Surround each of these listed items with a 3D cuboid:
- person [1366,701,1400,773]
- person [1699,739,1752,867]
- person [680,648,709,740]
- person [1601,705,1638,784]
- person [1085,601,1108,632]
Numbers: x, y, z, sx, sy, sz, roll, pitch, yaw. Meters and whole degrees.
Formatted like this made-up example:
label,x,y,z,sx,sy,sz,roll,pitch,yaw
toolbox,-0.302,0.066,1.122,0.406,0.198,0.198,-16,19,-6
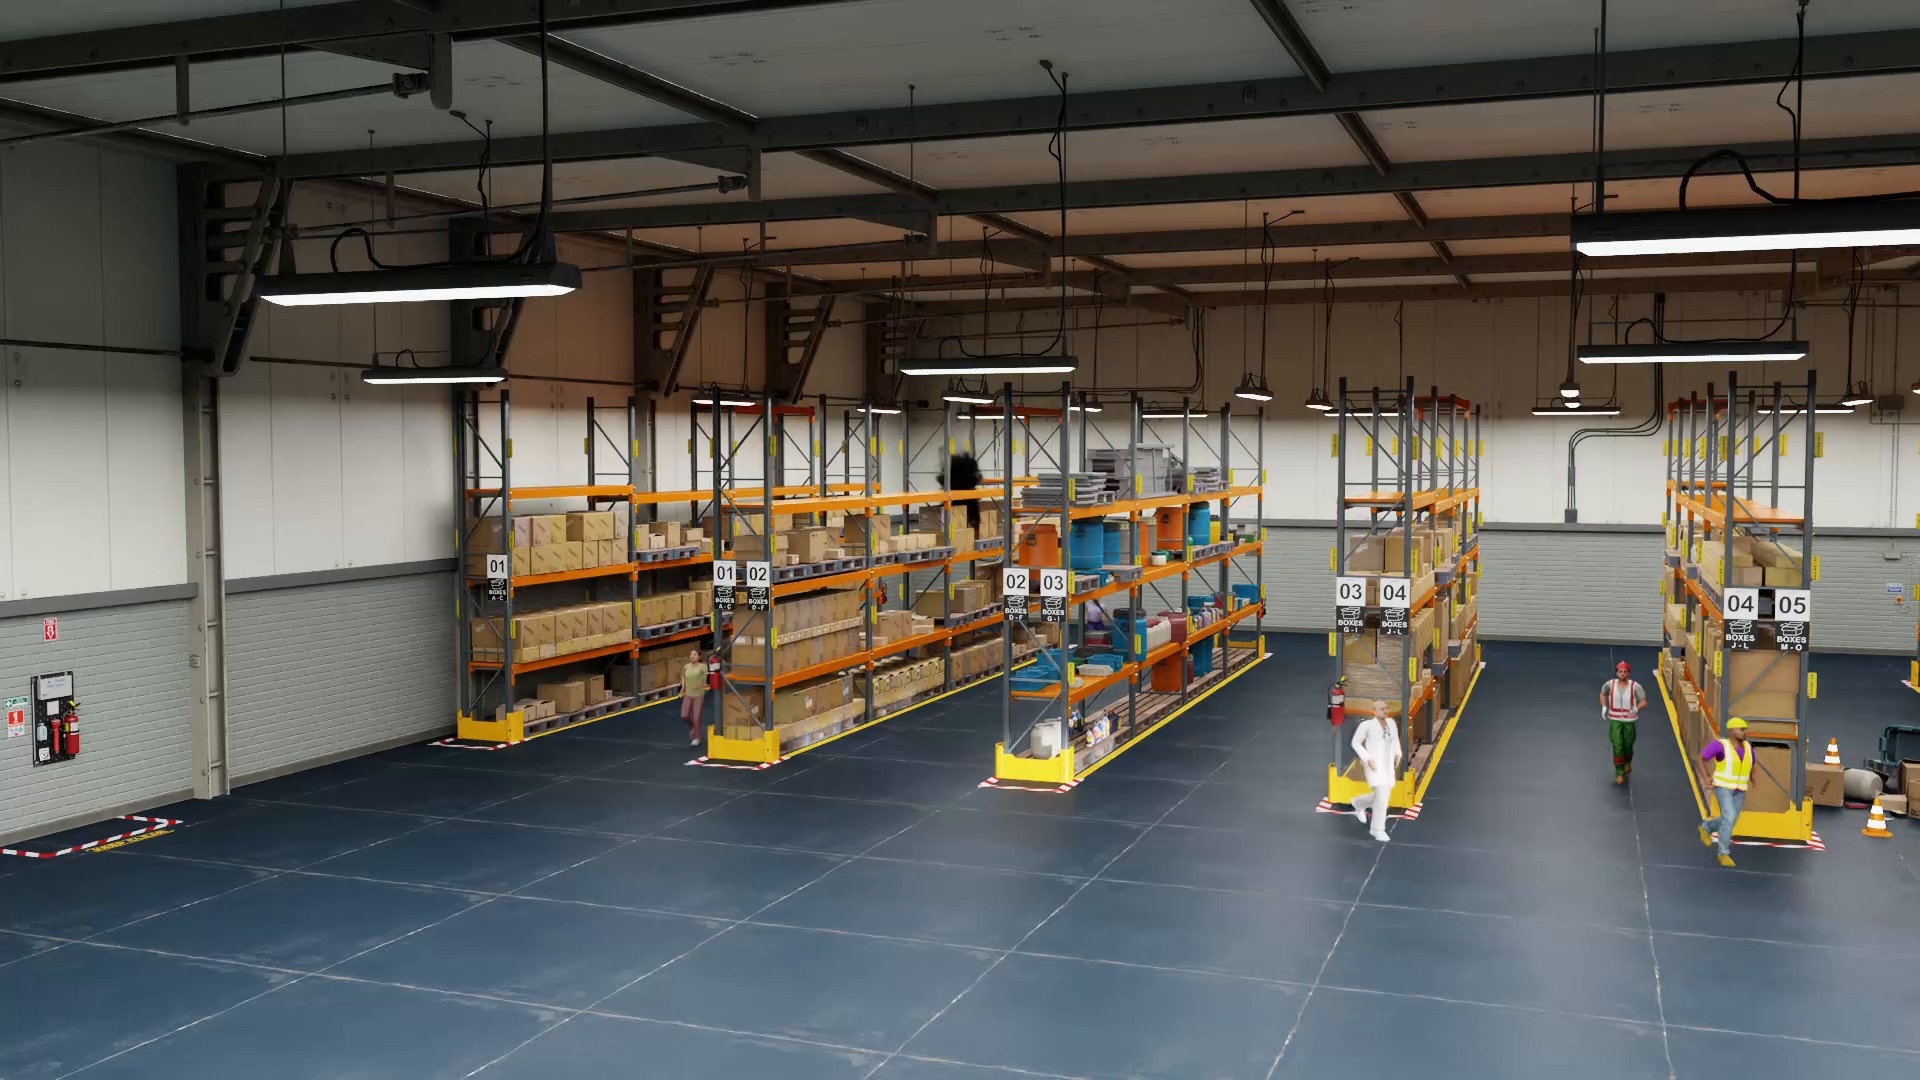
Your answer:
label,x,y,z,sx,sy,sz,roll,pitch,yaw
person,5.425,2.514,21.409,0.673,0.903,0.363,-2,3,-26
person,9.361,3.161,20.304,0.507,1.480,0.831,-1,3,-12
person,-4.498,2.614,28.057,0.573,1.574,0.517,1,3,12
person,9.957,3.035,25.119,0.517,1.177,0.863,1,3,23
person,3.163,2.142,38.907,0.589,1.486,0.717,0,3,6
